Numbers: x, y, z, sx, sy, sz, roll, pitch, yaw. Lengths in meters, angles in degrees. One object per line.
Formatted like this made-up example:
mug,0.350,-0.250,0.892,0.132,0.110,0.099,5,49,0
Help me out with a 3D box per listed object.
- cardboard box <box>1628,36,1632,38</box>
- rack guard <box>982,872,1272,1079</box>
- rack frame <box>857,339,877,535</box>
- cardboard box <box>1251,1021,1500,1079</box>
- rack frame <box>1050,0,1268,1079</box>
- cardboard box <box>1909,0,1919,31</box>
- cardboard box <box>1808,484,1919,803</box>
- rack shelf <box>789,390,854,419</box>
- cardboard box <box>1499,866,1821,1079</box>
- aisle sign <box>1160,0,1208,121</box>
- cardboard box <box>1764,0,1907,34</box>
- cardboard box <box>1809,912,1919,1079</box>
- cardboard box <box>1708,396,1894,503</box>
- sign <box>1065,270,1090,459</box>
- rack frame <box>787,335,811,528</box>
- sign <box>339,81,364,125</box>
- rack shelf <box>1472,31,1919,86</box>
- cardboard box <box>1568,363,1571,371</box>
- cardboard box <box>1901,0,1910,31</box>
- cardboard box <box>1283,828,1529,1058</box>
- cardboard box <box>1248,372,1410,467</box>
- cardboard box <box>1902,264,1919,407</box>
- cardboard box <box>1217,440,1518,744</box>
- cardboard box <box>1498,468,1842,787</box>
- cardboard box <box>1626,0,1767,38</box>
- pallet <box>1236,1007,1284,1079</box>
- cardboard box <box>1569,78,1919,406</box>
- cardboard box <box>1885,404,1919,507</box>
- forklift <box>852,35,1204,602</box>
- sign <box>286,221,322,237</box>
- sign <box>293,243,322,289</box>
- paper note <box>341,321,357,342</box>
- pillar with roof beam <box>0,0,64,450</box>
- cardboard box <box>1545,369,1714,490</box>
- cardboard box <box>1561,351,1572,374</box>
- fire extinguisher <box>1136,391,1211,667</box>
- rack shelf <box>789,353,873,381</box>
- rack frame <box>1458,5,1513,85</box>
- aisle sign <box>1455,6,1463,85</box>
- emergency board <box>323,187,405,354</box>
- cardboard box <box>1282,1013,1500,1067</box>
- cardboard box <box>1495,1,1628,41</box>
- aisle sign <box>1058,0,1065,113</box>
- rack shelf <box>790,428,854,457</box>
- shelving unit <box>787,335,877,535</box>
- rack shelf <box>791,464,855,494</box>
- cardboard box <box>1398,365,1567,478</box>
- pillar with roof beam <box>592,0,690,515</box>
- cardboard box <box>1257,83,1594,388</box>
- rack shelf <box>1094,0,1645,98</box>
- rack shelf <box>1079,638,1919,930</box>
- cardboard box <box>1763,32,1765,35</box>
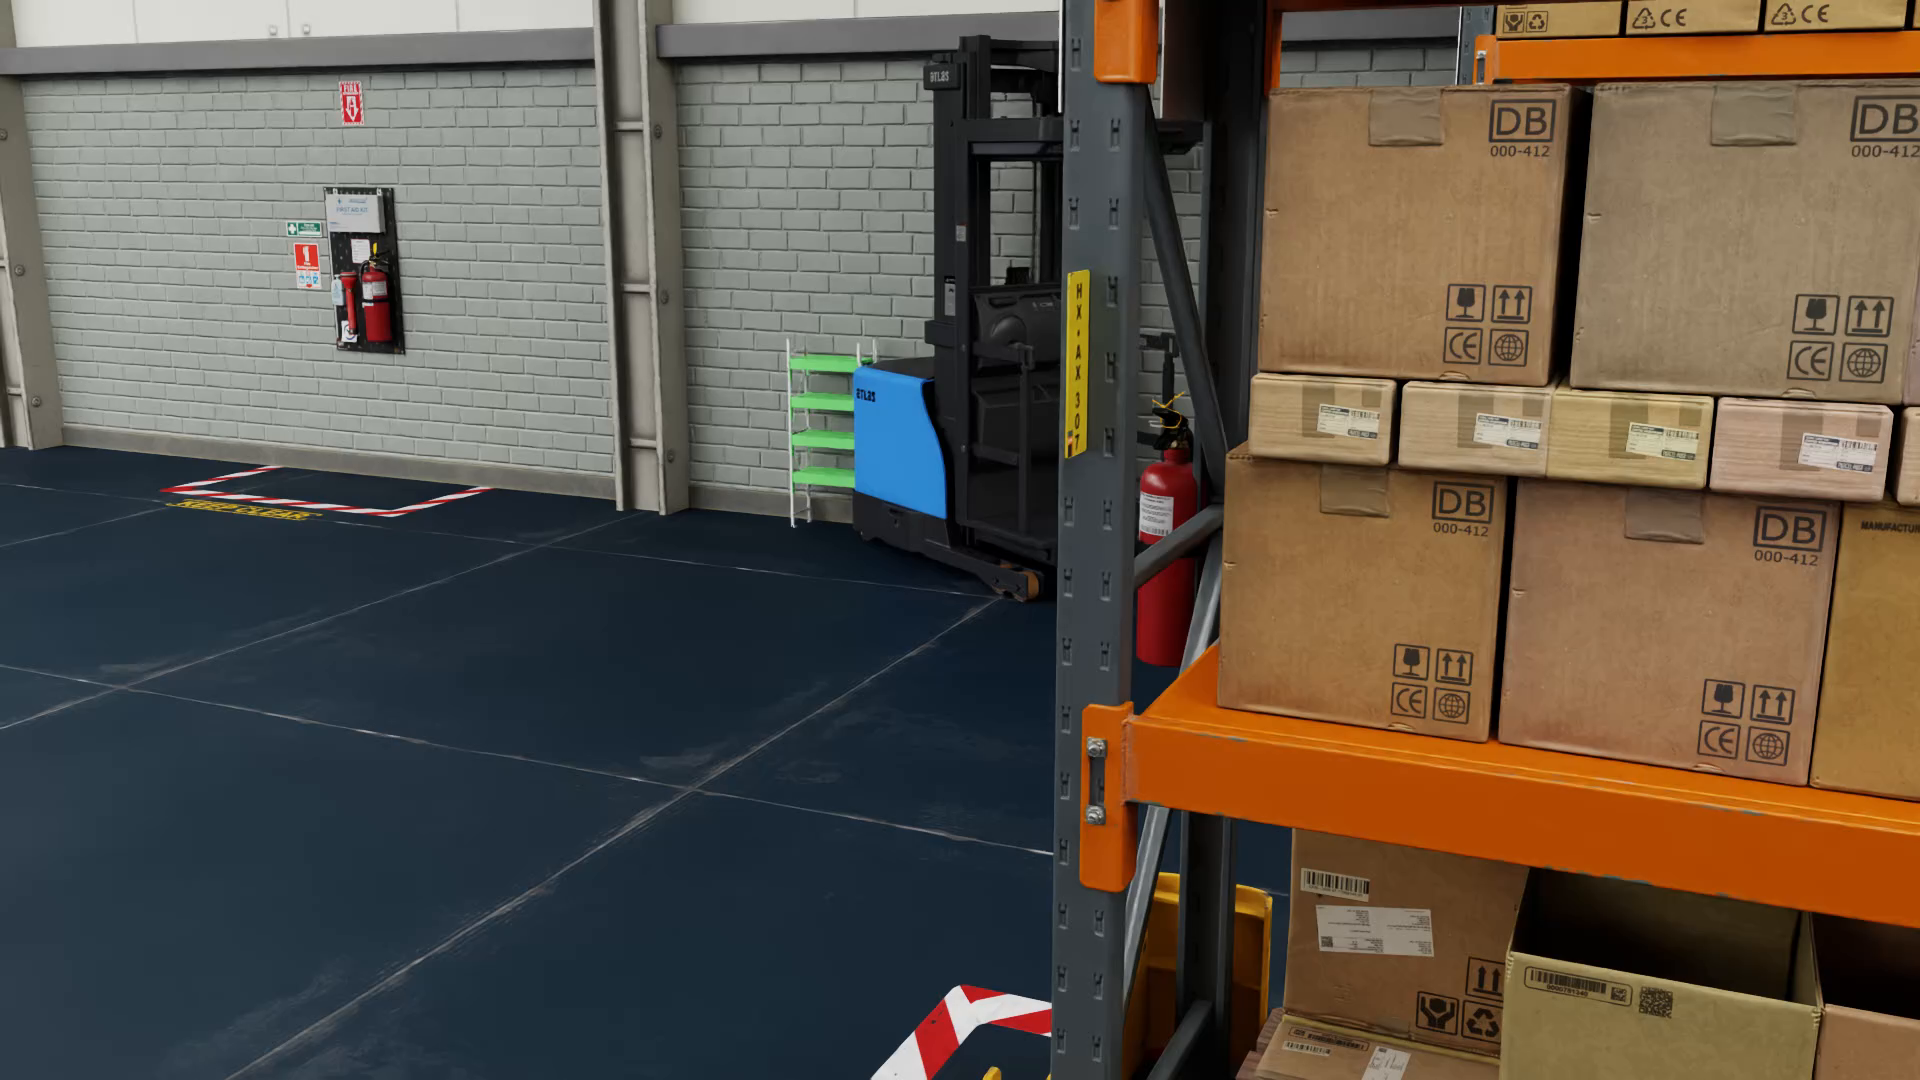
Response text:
cardboard box,2.926,-2.535,7.665,0.500,0.500,0.500,7,15,27
rack guard,0.417,1.247,3.845,0.348,0.500,1.175,6,14,23
rack frame,-0.571,-0.641,10.360,0.015,1.200,0.240,6,14,23
cardboard box,0.839,1.263,3.406,0.500,0.250,0.500,6,14,23
rack frame,0.439,0.033,3.550,0.127,3.000,1.000,6,14,23
cardboard box,4.097,-2.288,6.613,0.500,0.500,0.500,7,15,27
cardboard box,1.794,0.125,2.939,0.500,0.500,0.700,6,14,24
rack shelf,-0.795,-0.835,10.414,0.480,0.148,0.258,6,14,23
cardboard box,1.297,0.944,3.125,0.500,0.500,0.500,6,14,23
aisle sign,0.497,-1.300,3.540,0.004,0.787,0.394,6,14,23
cardboard box,3.599,-2.334,6.805,0.500,0.500,0.500,7,15,26
cardboard box,1.759,0.987,2.939,0.500,0.500,0.500,6,14,23
cardboard box,1.410,-0.180,2.815,0.250,0.149,0.380,6,14,22
sign,0.208,-0.312,2.950,0.005,0.325,0.100,6,14,23
rack frame,-1.019,-0.685,10.548,0.015,1.200,0.240,6,14,23
sign,-4.265,-3.060,11.656,0.199,0.298,0.001,6,14,23
rack shelf,4.270,-1.927,6.911,4.000,0.370,1.077,6,14,23
cardboard box,1.339,-0.289,3.280,0.250,0.149,0.380,6,14,22
cardboard box,3.852,-2.445,7.279,0.500,0.500,0.500,5,14,21
cardboard box,1.049,0.789,3.783,0.500,0.500,0.500,6,14,23
cardboard box,0.710,-0.251,3.118,0.250,0.149,0.380,6,14,23
cardboard box,1.853,-0.503,2.773,0.500,0.500,0.700,6,14,23
cardboard box,0.860,0.030,3.343,0.500,0.500,0.700,6,14,23
cardboard box,1.342,0.077,3.140,0.500,0.500,0.700,6,15,25
cardboard box,3.123,-2.381,7.006,0.500,0.500,0.500,7,15,27
pallet,1.155,1.452,3.604,1.213,0.211,1.003,6,14,23
cardboard box,1.392,-0.549,2.971,0.500,0.500,0.700,5,14,22
cardboard box,1.655,-0.155,2.712,0.250,0.149,0.380,5,14,21
forklift,0.595,-1.223,9.049,1.130,2.935,3.031,-9,16,-34
sign,-4.761,-2.256,12.064,0.331,0.109,0.001,6,14,23
sign,-4.762,-2.000,12.135,0.234,0.329,0.001,6,14,23
paper note,-4.432,-1.512,12.061,0.142,0.148,0.016,6,14,23
pillar with roof beam,-9.283,-4.250,8.669,0.400,9.000,9.100,6,14,23
cardboard box,1.180,-0.203,2.916,0.250,0.149,0.380,6,14,23
cardboard box,1.105,-0.312,3.381,0.250,0.149,0.380,6,15,25
fire extinguisher,0.519,-0.038,4.019,0.183,0.674,0.296,6,14,23
rack shelf,-0.795,-1.068,10.359,0.480,0.148,0.258,6,14,23
rack frame,2.442,-1.002,7.960,0.127,3.000,1.000,6,14,23
aisle sign,2.254,-2.212,7.425,0.004,0.787,0.394,6,14,23
emergency board,-4.298,-1.910,11.829,0.643,1.169,0.194,6,14,23
cardboard box,1.049,1.155,3.867,0.500,0.250,0.500,6,14,23
cardboard box,2.646,-2.438,7.250,0.500,0.500,0.500,6,15,25
aisle sign,0.254,-1.175,3.006,0.004,0.787,0.394,6,14,23
rack shelf,-0.795,-0.601,10.469,0.480,0.148,0.258,6,14,23
shelving unit,-0.795,-0.663,10.454,0.503,1.200,0.258,6,14,23
rack shelf,-0.795,-0.367,10.524,0.480,0.148,0.258,6,14,23
cardboard box,0.953,-0.227,3.016,0.250,0.149,0.380,5,14,22
pillar with roof beam,-3.798,-3.695,6.303,0.400,9.000,9.100,6,14,23
cardboard box,0.909,-0.597,3.174,0.500,0.500,0.700,6,14,23
rack shelf,2.267,-0.892,2.500,4.000,0.370,1.077,6,14,23
rack shelf,2.267,0.568,2.843,4.000,0.370,1.077,6,14,23
cardboard box,3.384,-2.495,7.491,0.500,0.500,0.500,6,14,23
